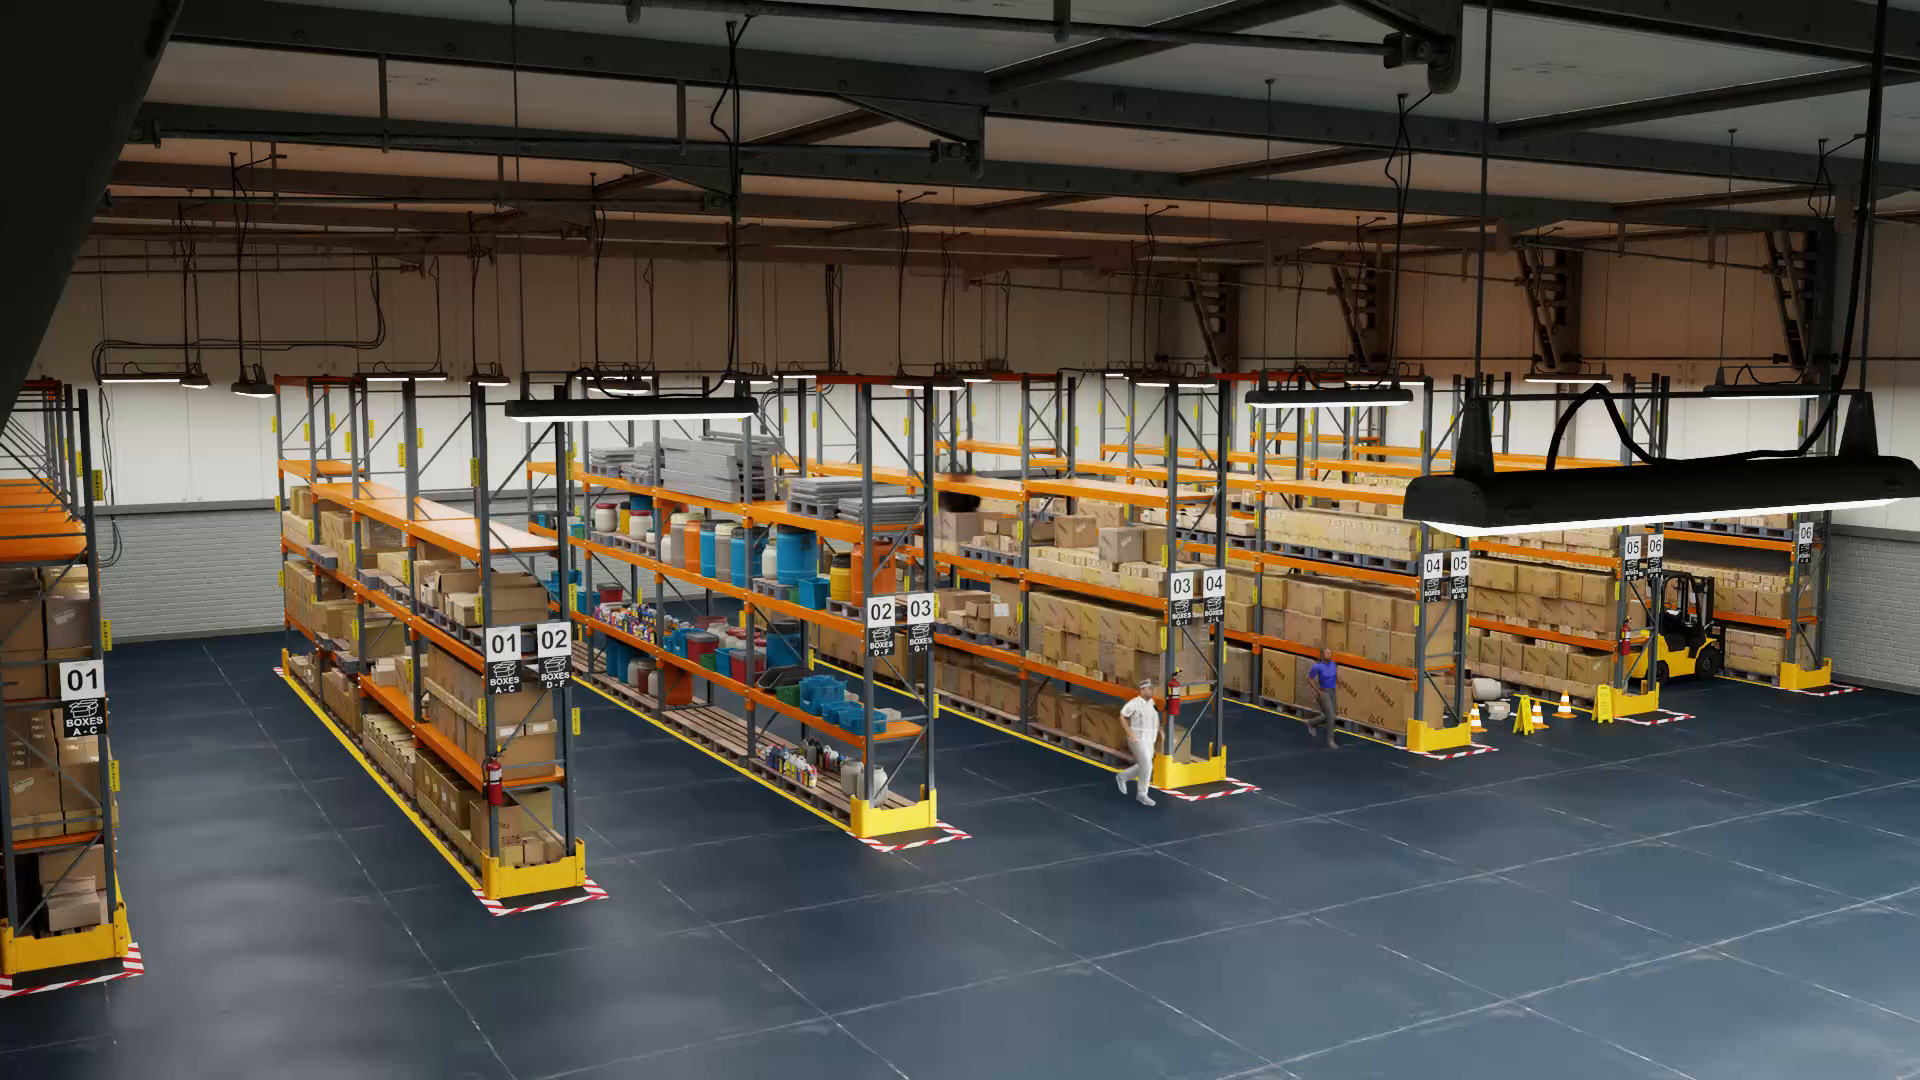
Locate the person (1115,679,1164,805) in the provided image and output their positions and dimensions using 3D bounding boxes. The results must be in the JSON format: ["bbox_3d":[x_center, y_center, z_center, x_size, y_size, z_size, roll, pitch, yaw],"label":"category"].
[{"bbox_3d":[2.604,2.867,23.893,0.725,1.761,0.703,5,8,40],"label":"person"}]

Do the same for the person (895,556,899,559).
[{"bbox_3d":[-1.665,1.196,39.750,0.710,1.589,0.517,1,6,5],"label":"person"}]

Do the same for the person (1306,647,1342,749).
[{"bbox_3d":[5.964,2.562,27.225,0.576,1.638,0.707,-4,7,-32],"label":"person"}]

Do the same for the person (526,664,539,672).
[{"bbox_3d":[-7.314,2.268,28.797,0.655,1.810,0.925,-6,9,-43],"label":"person"}]
